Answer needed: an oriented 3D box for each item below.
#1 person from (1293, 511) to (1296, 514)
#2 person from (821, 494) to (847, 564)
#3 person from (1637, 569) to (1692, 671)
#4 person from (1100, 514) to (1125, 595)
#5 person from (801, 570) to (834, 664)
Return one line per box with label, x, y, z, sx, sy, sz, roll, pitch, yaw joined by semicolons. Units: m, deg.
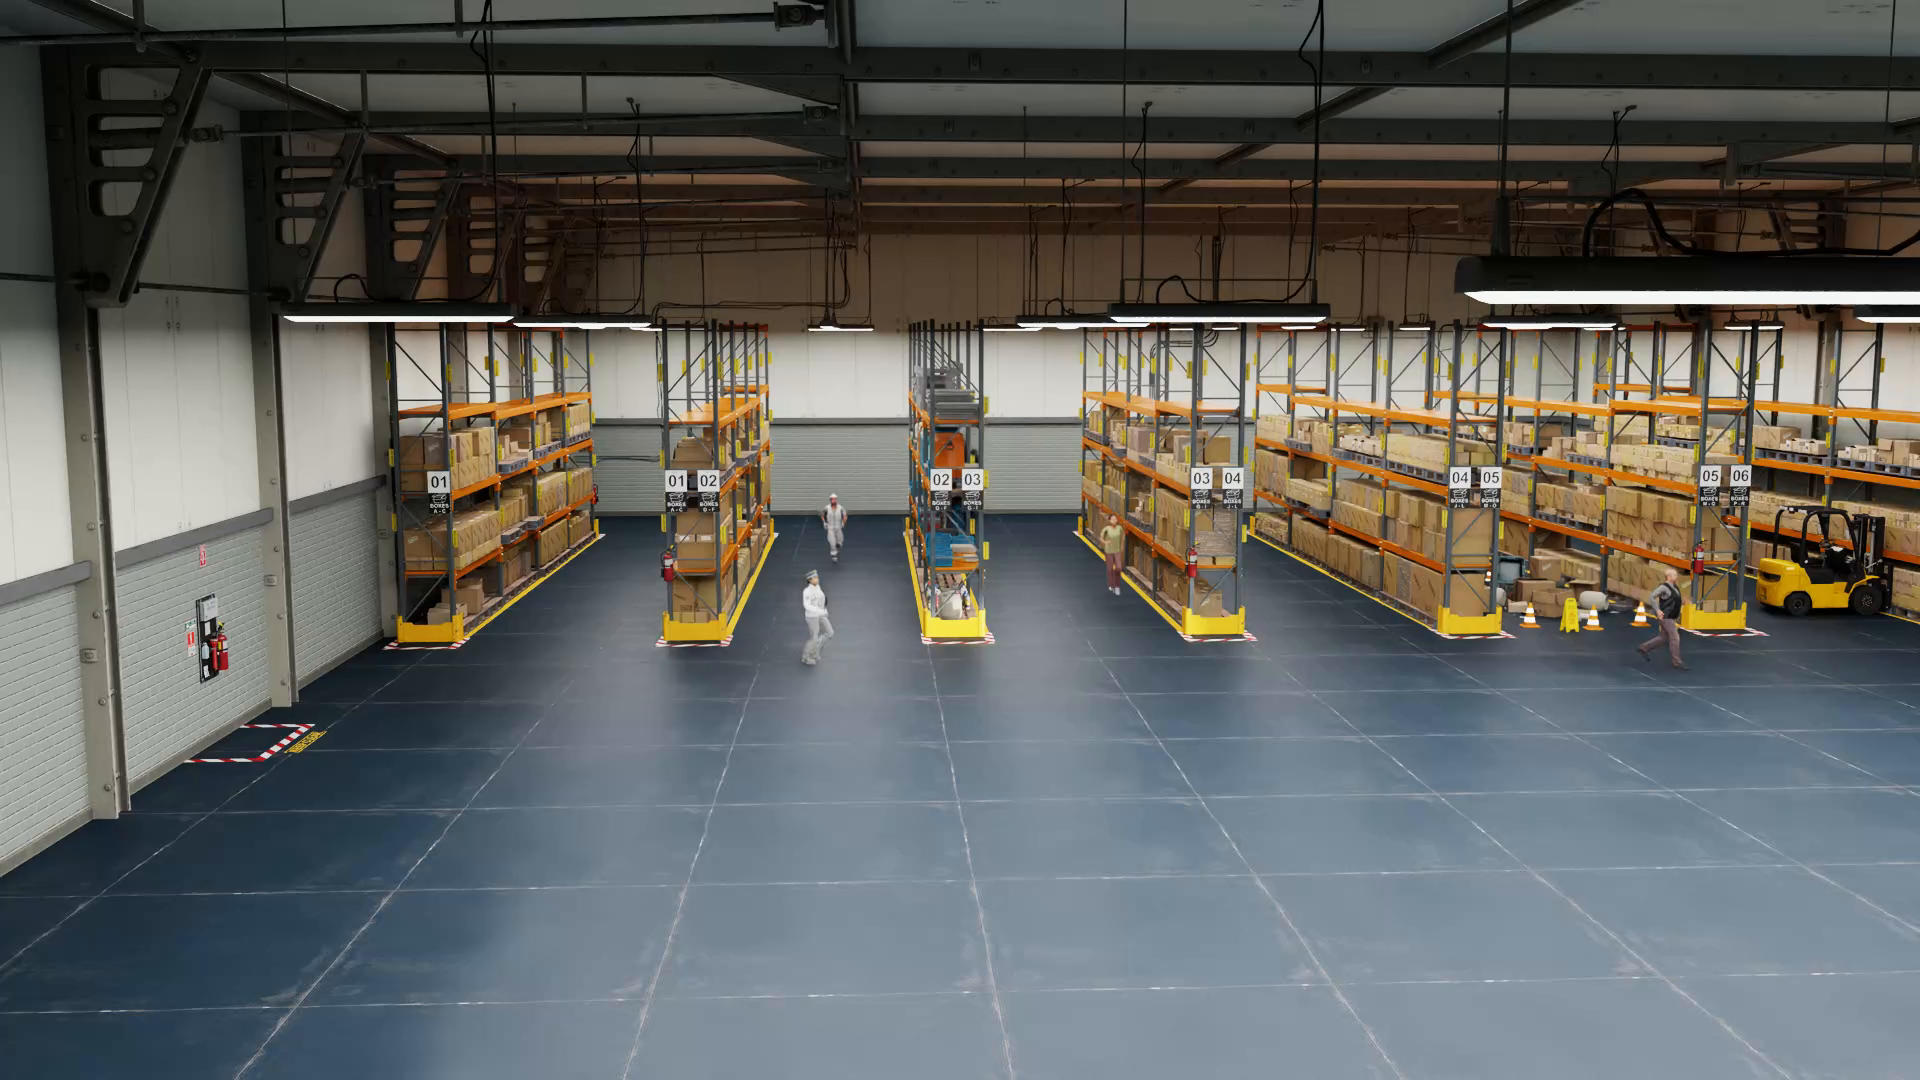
person;9.876;-1.140;49.071;0.744;1.606;0.956;-5;9;-37
person;-3.154;-0.284;41.653;0.643;1.742;0.612;-1;7;-9
person;12.085;1.337;28.462;0.952;1.706;0.657;6;9;41
person;3.222;0.305;35.039;0.571;1.719;0.641;0;7;-3
person;-2.494;1.329;28.938;0.593;1.655;0.628;4;8;27
